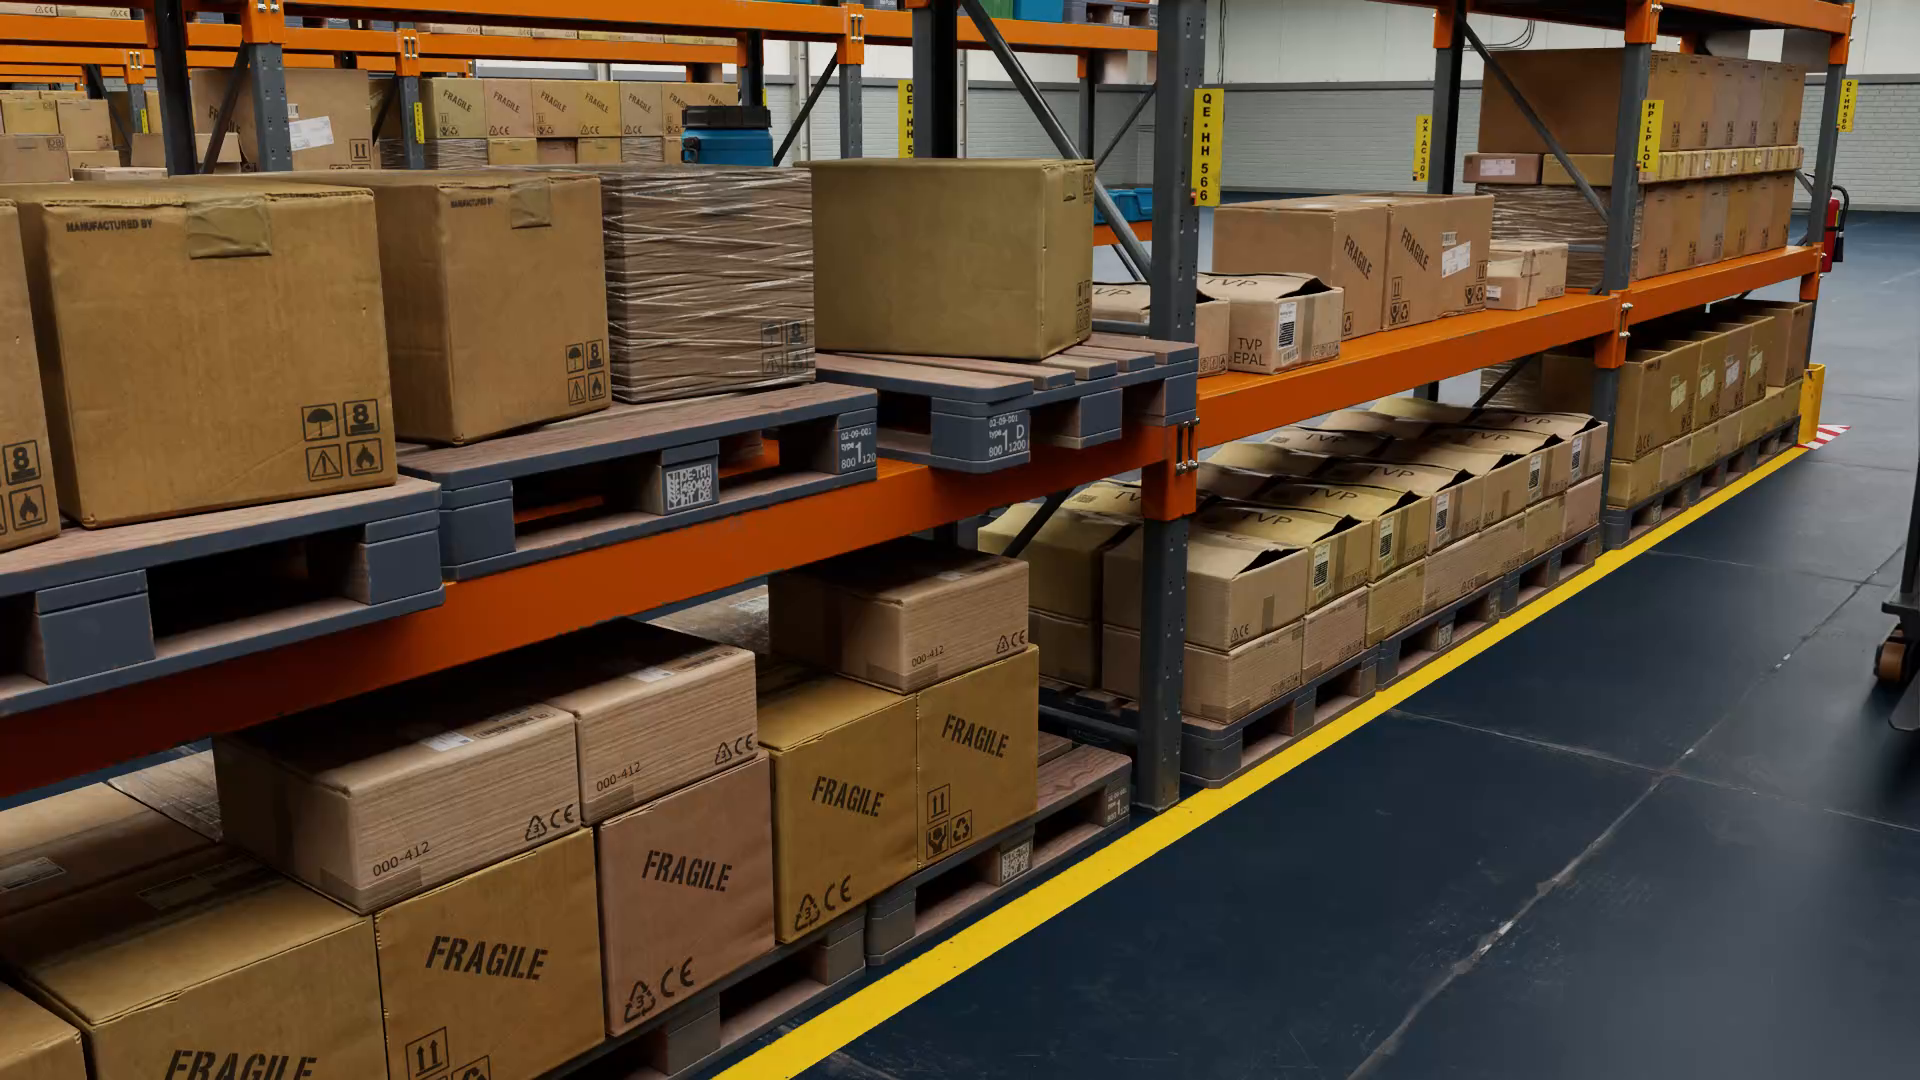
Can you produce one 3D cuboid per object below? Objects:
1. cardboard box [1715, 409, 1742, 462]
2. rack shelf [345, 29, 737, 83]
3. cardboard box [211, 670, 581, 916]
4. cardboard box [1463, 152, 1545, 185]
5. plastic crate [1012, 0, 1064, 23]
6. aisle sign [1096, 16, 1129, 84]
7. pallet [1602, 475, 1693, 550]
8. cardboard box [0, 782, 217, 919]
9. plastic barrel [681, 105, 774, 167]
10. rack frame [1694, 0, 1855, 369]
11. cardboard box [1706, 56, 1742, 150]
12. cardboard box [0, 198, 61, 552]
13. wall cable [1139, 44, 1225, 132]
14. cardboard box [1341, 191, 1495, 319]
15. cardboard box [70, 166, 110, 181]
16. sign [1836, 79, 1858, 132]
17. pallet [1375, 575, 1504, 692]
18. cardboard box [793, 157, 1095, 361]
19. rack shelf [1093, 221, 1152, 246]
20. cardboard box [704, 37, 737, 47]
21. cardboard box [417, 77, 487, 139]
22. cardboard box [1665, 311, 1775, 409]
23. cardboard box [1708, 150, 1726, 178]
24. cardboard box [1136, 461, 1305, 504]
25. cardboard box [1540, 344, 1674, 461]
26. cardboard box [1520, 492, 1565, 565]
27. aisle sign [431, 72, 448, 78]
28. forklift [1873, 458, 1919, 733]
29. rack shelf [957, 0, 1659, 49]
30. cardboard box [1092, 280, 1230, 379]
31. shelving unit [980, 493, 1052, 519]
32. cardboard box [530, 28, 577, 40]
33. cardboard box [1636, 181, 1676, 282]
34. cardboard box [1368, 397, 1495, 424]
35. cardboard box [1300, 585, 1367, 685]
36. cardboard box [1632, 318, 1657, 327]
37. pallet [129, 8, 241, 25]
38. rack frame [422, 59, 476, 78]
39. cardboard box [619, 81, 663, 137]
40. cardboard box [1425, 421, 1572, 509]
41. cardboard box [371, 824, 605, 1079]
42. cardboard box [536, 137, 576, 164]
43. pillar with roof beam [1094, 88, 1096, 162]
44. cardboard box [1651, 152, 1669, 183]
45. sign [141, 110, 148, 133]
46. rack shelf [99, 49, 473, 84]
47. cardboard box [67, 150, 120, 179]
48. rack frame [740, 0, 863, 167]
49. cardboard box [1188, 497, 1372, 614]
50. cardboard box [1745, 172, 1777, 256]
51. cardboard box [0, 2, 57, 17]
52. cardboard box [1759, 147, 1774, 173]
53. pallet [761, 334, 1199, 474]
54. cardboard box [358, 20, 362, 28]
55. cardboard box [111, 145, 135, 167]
[{"bbox_3d":[4.261,-0.644,9.796,0.500,0.250,0.500,11,18,38],"label":"cardboard box"},{"bbox_3d":[-3.658,-4.466,15.480,1.077,0.370,4.000,11,18,38],"label":"rack shelf"},{"bbox_3d":[-1.118,0.476,3.316,0.500,0.250,0.500,11,18,38],"label":"cardboard box"},{"bbox_3d":[2.792,-1.892,8.459,0.380,0.149,0.250,11,18,37],"label":"cardboard box"},{"bbox_3d":[0.487,-4.012,12.263,0.392,0.384,0.575,11,18,38],"label":"plastic crate"},{"bbox_3d":[1.269,-4.297,14.164,0.394,0.787,0.004,11,18,38],"label":"aisle sign"},{"bbox_3d":[3.320,-0.239,9.133,1.003,0.211,1.213,11,18,38],"label":"pallet"},{"bbox_3d":[-1.836,0.854,3.353,0.500,0.500,0.500,11,18,38],"label":"cardboard box"},{"bbox_3d":[-1.541,-2.427,11.068,0.600,0.901,0.708,11,18,38],"label":"plastic barrel"},{"bbox_3d":[5.302,-2.210,11.231,1.000,3.000,0.127,11,18,38],"label":"rack frame"},{"bbox_3d":[4.008,-2.496,9.517,0.700,0.500,0.500,11,18,38],"label":"cardboard box"},{"bbox_3d":[-1.769,-0.220,2.342,0.700,0.500,0.500,5,15,19],"label":"cardboard box"},{"bbox_3d":[6.625,-13.559,50.025,3.097,2.526,0.112,11,18,38],"label":"wall cable"},{"bbox_3d":[1.961,-1.247,7.237,0.500,0.500,0.500,13,19,41],"label":"cardboard box"},{"bbox_3d":[-6.591,-2.711,12.624,0.396,0.266,0.258,11,18,36],"label":"cardboard box"},{"bbox_3d":[5.715,-2.800,10.719,0.100,0.325,0.005,11,18,38],"label":"sign"},{"bbox_3d":[1.589,0.289,7.056,1.003,0.211,1.213,11,18,38],"label":"pallet"},{"bbox_3d":[-0.034,-0.792,4.593,0.700,0.500,0.500,5,15,19],"label":"cardboard box"},{"bbox_3d":[0.194,-2.246,12.832,1.077,0.370,4.000,11,18,38],"label":"rack shelf"},{"bbox_3d":[-2.506,-4.993,16.400,0.500,0.250,0.500,12,18,39],"label":"cardboard box"},{"bbox_3d":[-4.434,-3.702,14.266,0.500,0.500,0.500,11,18,38],"label":"cardboard box"},{"bbox_3d":[4.579,-1.102,10.077,0.500,0.500,0.500,11,18,38],"label":"cardboard box"},{"bbox_3d":[4.078,-2.126,9.378,0.380,0.149,0.250,11,18,37],"label":"cardboard box"},{"bbox_3d":[1.052,-0.156,6.738,0.500,0.311,0.500,11,18,37],"label":"cardboard box"},{"bbox_3d":[3.323,-0.719,8.569,0.500,0.500,0.500,11,18,38],"label":"cardboard box"},{"bbox_3d":[2.433,-0.094,7.633,0.500,0.250,0.500,11,18,37],"label":"cardboard box"},{"bbox_3d":[-6.384,-5.851,20.282,0.394,0.787,0.004,11,18,38],"label":"aisle sign"},{"bbox_3d":[4.179,-0.850,6.016,1.130,2.935,3.031,11,18,36],"label":"forklift"},{"bbox_3d":[1.531,-2.166,6.427,1.077,0.370,4.000,11,18,38],"label":"rack shelf"},{"bbox_3d":[0.536,-0.698,5.459,0.500,0.311,0.500,13,19,41],"label":"cardboard box"},{"bbox_3d":[-0.004,-0.544,8.479,0.538,1.125,1.048,11,18,38],"label":"shelving unit"},{"bbox_3d":[-3.784,-4.601,14.856,0.500,0.250,0.500,10,18,35],"label":"cardboard box"},{"bbox_3d":[3.388,-1.681,8.943,0.700,0.500,0.500,11,18,37],"label":"cardboard box"},{"bbox_3d":[2.334,-0.546,8.274,0.500,0.311,0.500,11,18,38],"label":"cardboard box"},{"bbox_3d":[1.147,0.300,6.083,0.500,0.250,0.500,11,18,36],"label":"cardboard box"},{"bbox_3d":[3.847,-1.089,10.028,0.500,0.500,0.500,11,18,38],"label":"cardboard box"},{"bbox_3d":[-6.035,-4.040,12.723,1.213,0.211,1.003,11,18,38],"label":"pallet"},{"bbox_3d":[-6.195,-4.531,20.366,1.000,3.000,0.127,11,18,38],"label":"rack frame"},{"bbox_3d":[-3.180,-4.086,15.776,0.500,0.500,0.500,11,18,38],"label":"cardboard box"},{"bbox_3d":[2.434,-0.364,7.558,0.500,0.311,0.500,12,18,39],"label":"cardboard box"},{"bbox_3d":[-1.100,0.833,3.436,0.500,0.500,0.500,12,18,38],"label":"cardboard box"},{"bbox_3d":[-4.007,-3.449,15.300,0.875,0.500,0.500,11,18,38],"label":"cardboard box"},{"bbox_3d":[7.093,-14.038,45.605,9.100,9.000,0.400,11,18,38],"label":"pillar with roof beam"},{"bbox_3d":[3.426,-1.926,8.593,0.380,0.149,0.250,11,18,36],"label":"cardboard box"},{"bbox_3d":[-8.281,-4.206,16.895,0.100,0.325,0.005,11,18,38],"label":"sign"},{"bbox_3d":[-7.452,-5.253,18.578,1.077,0.370,4.000,11,18,38],"label":"rack shelf"},{"bbox_3d":[-8.829,-3.672,16.782,0.500,0.500,0.500,11,18,37],"label":"cardboard box"},{"bbox_3d":[-1.063,-2.211,11.236,1.000,3.000,0.127,11,18,38],"label":"rack frame"},{"bbox_3d":[1.155,0.022,6.035,0.500,0.311,0.500,11,18,36],"label":"cardboard box"},{"bbox_3d":[4.672,-2.070,10.476,0.700,0.500,0.500,12,18,39],"label":"cardboard box"},{"bbox_3d":[-6.613,-3.742,11.473,0.500,0.250,0.500,12,18,39],"label":"cardboard box"},{"bbox_3d":[4.726,-2.323,10.156,0.380,0.149,0.250,12,18,38],"label":"cardboard box"},{"bbox_3d":[-0.098,-0.445,4.670,1.213,0.211,1.003,11,18,38],"label":"pallet"},{"bbox_3d":[-6.781,-5.804,18.739,0.380,0.149,0.250,11,18,37],"label":"cardboard box"},{"bbox_3d":[-8.487,-3.910,17.618,0.875,0.550,0.550,11,18,38],"label":"cardboard box"}]
